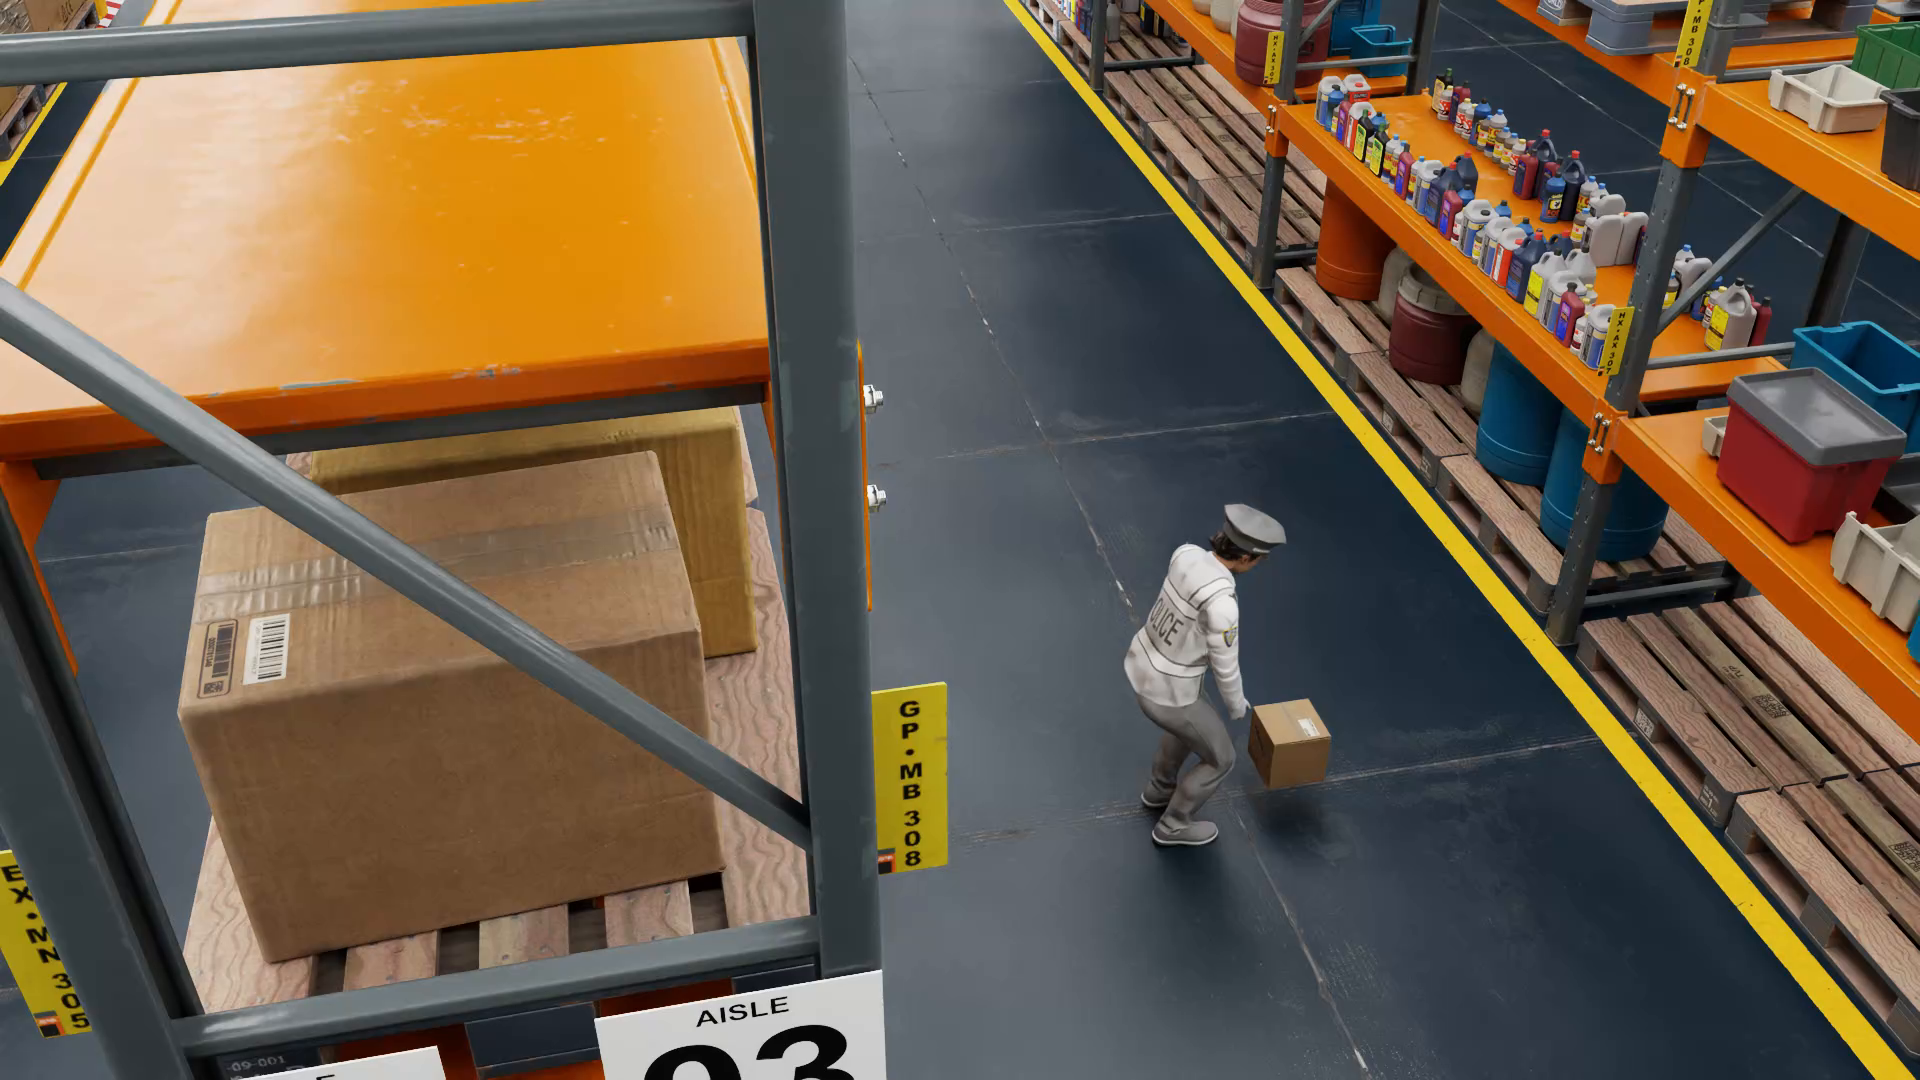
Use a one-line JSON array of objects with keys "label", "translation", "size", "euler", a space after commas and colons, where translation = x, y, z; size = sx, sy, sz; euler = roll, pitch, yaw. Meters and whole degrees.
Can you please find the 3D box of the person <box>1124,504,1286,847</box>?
[{"label": "person", "translation": [0.951, 0.543, 6.702], "size": [0.591, 1.522, 0.526], "euler": [-7, 35, -10]}]
